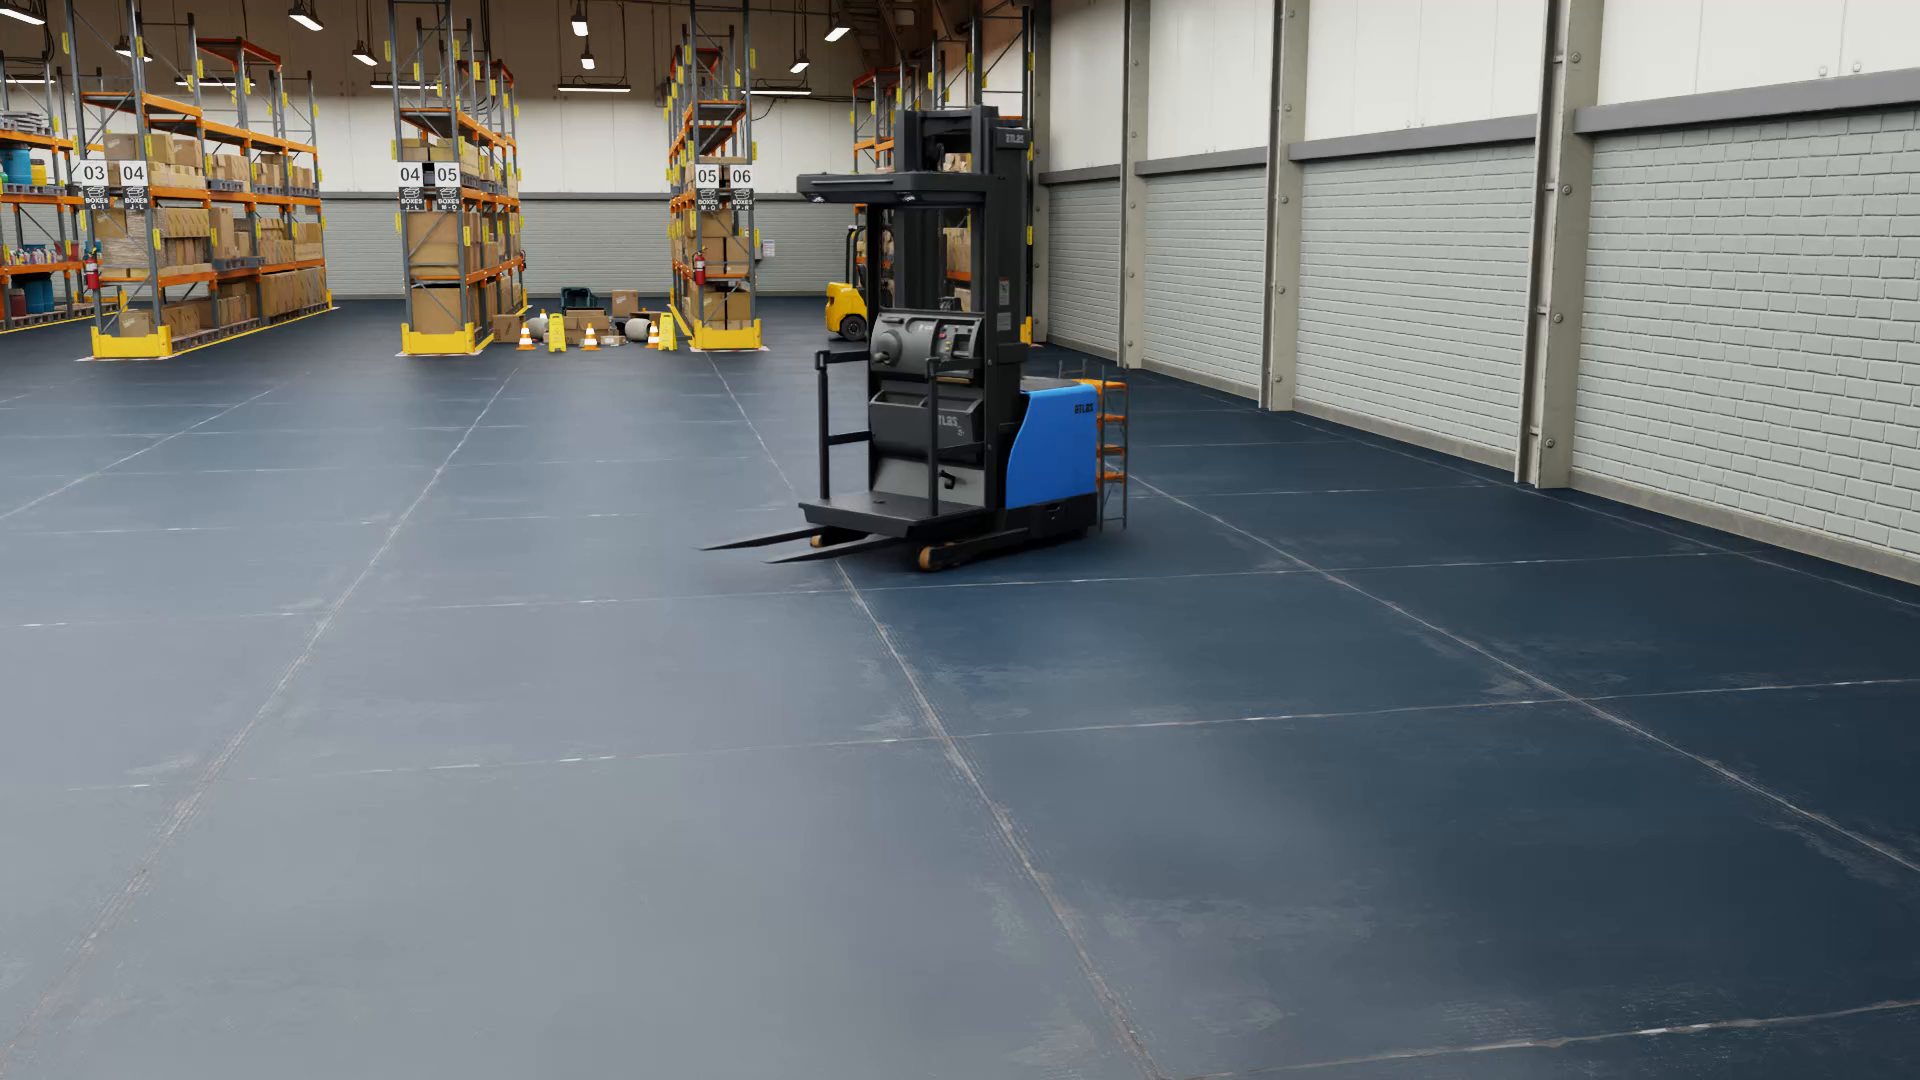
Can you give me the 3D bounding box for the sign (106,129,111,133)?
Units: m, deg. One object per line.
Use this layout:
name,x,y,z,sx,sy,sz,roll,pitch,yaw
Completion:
sign,-21.301,-10.115,41.634,0.100,0.325,0.005,-2,11,-11

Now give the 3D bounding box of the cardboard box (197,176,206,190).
cardboard box,-14.300,-6.608,30.771,0.500,0.250,0.500,-2,11,-9

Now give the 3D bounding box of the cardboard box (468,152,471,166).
cardboard box,-9.120,-6.887,30.053,0.500,0.250,0.500,-2,11,-11

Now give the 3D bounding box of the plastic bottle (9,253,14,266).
plastic bottle,-20.068,-5.932,35.150,0.061,0.283,0.133,-2,11,-11

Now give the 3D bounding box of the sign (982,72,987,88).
sign,0.493,-9.323,33.692,0.100,0.325,0.005,-2,11,-11

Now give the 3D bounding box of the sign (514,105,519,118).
sign,-11.546,-11.145,43.264,0.100,0.325,0.005,-2,11,-11

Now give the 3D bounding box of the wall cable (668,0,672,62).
wall cable,-9.668,-15.027,48.930,2.355,3.000,0.029,-2,11,-11

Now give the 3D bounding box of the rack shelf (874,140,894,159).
rack shelf,-1.223,-9.322,39.598,1.077,0.370,4.000,-2,11,-11

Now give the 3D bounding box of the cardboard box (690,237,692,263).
cardboard box,-4.907,-5.563,31.840,0.500,0.500,0.500,-2,11,-11

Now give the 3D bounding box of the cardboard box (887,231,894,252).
cardboard box,-1.333,-7.107,39.615,0.797,0.503,0.637,-2,11,-12

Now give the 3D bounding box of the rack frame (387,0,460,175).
rack frame,-8.982,-7.658,27.862,1.000,3.000,0.127,-2,11,-11

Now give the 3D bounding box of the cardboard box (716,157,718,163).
cardboard box,-4.514,-6.751,29.660,0.380,0.149,0.250,-2,11,-10

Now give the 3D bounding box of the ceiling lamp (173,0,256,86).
ceiling lamp,-19.889,-13.701,44.005,2.000,3.185,0.800,-2,11,-11

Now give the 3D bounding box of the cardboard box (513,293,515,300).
cardboard box,-11.073,-5.941,40.596,0.380,0.149,0.250,-2,11,-8

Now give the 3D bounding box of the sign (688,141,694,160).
sign,-4.695,-6.801,29.016,0.100,0.325,0.005,-2,11,-11

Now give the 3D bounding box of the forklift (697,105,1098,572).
forklift,-0.368,-1.340,10.898,1.130,2.935,3.031,9,14,41

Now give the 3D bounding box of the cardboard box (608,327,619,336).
cardboard box,-6.871,-4.072,32.381,0.396,0.266,0.258,9,14,38

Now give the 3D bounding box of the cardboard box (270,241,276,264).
cardboard box,-15.456,-6.352,36.782,0.500,0.500,0.500,-2,11,-12

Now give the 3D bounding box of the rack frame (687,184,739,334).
rack frame,-4.924,-5.643,33.320,1.000,3.000,0.127,-2,11,-11

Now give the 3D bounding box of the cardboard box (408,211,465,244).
cardboard box,-9.016,-5.384,28.673,0.875,0.550,0.550,-2,11,-11

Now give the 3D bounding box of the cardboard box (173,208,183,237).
cardboard box,-13.896,-5.529,28.988,0.500,0.500,0.500,-2,11,-11

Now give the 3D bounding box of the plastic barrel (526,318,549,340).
plastic barrel,-8.035,-4.026,31.718,0.512,0.421,0.421,6,12,28

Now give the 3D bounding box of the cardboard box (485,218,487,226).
cardboard box,-10.361,-6.543,35.107,0.700,0.500,0.500,-2,11,-12

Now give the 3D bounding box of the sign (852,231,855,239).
sign,-2.922,-8.430,45.651,0.100,0.325,0.005,-2,11,-11

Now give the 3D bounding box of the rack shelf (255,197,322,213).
rack shelf,-16.590,-8.236,40.850,1.077,0.370,4.000,-2,11,-11

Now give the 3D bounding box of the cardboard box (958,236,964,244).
cardboard box,0.175,-5.700,31.620,0.380,0.149,0.250,-2,11,-13

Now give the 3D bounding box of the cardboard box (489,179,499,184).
cardboard box,-10.388,-7.815,36.443,0.500,0.500,0.500,-2,11,-11

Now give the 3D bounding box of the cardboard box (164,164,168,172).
cardboard box,-13.846,-6.393,28.577,0.380,0.149,0.250,-2,11,-11

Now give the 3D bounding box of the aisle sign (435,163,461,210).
aisle sign,-8.674,-5.985,28.169,0.394,0.787,0.004,-2,11,-11

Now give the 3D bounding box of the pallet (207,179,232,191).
pallet,-14.661,-6.781,31.779,1.213,0.211,1.003,-2,11,-11

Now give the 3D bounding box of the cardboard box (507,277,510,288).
cardboard box,-10.836,-6.036,38.943,0.500,0.250,0.500,-2,11,-8

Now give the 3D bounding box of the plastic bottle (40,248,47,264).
plastic bottle,-20.524,-6.355,37.193,0.144,0.351,0.185,-2,11,-11

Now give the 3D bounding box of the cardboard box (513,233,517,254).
cardboard box,-11.331,-7.391,41.442,0.500,0.500,0.500,-2,11,-12

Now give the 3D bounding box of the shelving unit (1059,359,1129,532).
shelving unit,0.971,-0.697,12.147,0.258,1.200,0.503,-7,13,-34

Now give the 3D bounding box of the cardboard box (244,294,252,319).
cardboard box,-15.273,-4.882,34.832,0.700,0.500,0.500,-3,11,-14

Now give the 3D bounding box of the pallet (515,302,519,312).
pallet,-11.722,-5.888,42.065,1.003,0.211,1.213,-2,11,-11

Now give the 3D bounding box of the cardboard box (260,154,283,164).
cardboard box,-16.378,-9.069,39.635,0.500,0.250,0.500,-3,11,-15

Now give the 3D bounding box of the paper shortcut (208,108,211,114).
paper shortcut,-16.195,-9.255,35.879,0.009,0.170,0.078,9,-22,-13

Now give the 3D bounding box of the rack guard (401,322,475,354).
rack guard,-8.977,-3.478,28.633,1.175,0.500,0.348,-2,11,-11

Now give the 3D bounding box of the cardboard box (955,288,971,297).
cardboard box,0.113,-4.696,31.902,0.500,0.250,0.500,-2,11,-10

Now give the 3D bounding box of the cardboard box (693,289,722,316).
cardboard box,-4.754,-4.459,31.326,0.500,0.500,0.500,-2,11,-12

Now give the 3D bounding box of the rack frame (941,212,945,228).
rack frame,-0.834,-6.557,38.127,1.000,3.000,0.127,-2,11,-11

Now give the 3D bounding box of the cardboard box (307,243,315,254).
cardboard box,-16.427,-7.290,41.581,0.500,0.250,0.500,-3,11,-13

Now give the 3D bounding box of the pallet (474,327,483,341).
pallet,-9.689,-3.932,31.790,1.003,0.211,1.213,-2,11,-11

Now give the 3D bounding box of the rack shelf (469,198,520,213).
rack shelf,-11.705,-8.398,41.700,1.077,0.370,4.000,-2,11,-11

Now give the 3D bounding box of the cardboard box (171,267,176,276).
cardboard box,-13.863,-4.670,28.884,0.380,0.149,0.250,-2,11,-11
